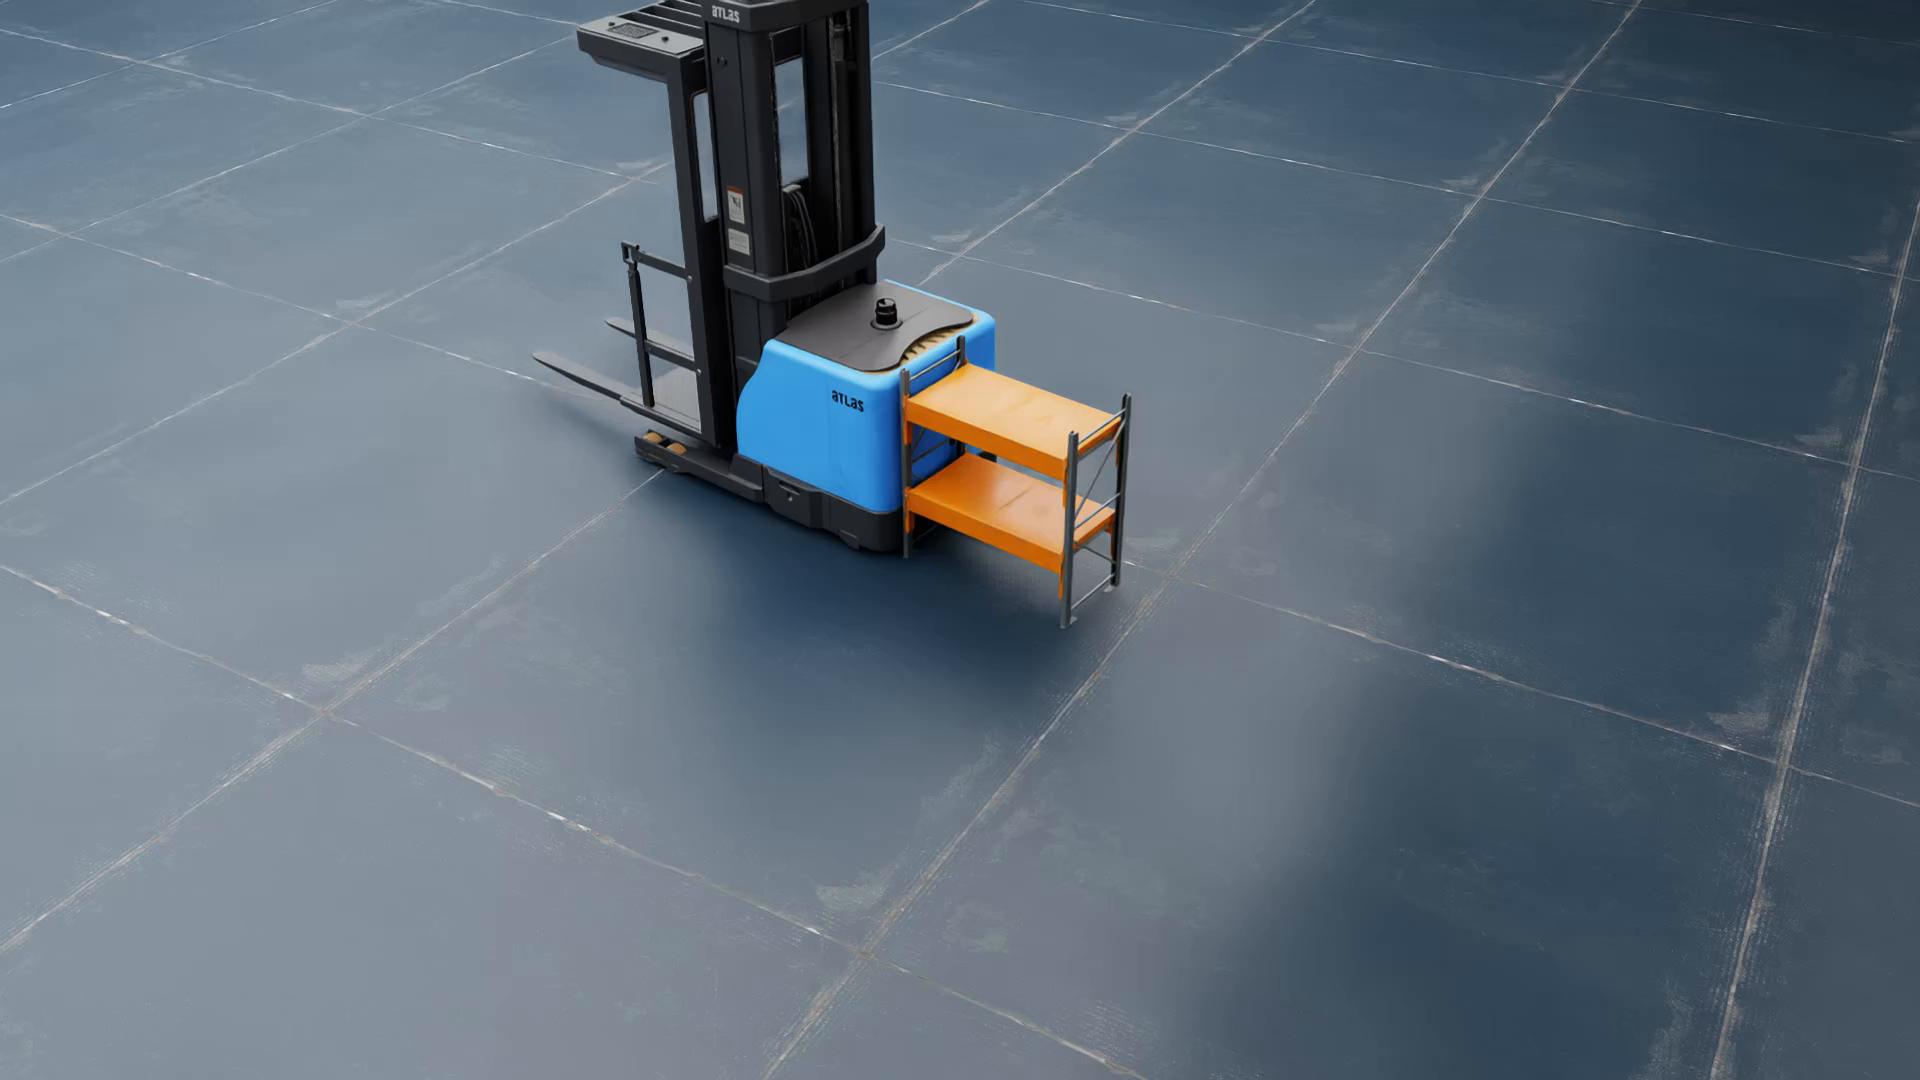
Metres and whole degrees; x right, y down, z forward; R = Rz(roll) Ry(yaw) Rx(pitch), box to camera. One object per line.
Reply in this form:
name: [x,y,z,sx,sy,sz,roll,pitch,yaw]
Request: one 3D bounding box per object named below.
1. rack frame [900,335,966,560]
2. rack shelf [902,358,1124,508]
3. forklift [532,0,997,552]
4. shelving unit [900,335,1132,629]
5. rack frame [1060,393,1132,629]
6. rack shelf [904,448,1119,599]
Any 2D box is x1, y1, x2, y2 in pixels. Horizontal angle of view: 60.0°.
rack frame: [-0.135,-0.478,8.724,0.032,1.125,0.500,23,40,31]
rack shelf: [0.267,-0.549,8.303,1.000,0.278,0.538,23,40,31]
forklift: [-1.268,-1.818,9.107,3.031,2.935,1.130,23,40,31]
shelving unit: [0.267,-0.305,8.465,1.048,1.125,0.538,23,40,31]
rack frame: [0.669,-0.133,8.206,0.032,1.125,0.500,23,40,31]
rack shelf: [0.267,-0.102,8.600,1.000,0.278,0.538,23,40,31]
